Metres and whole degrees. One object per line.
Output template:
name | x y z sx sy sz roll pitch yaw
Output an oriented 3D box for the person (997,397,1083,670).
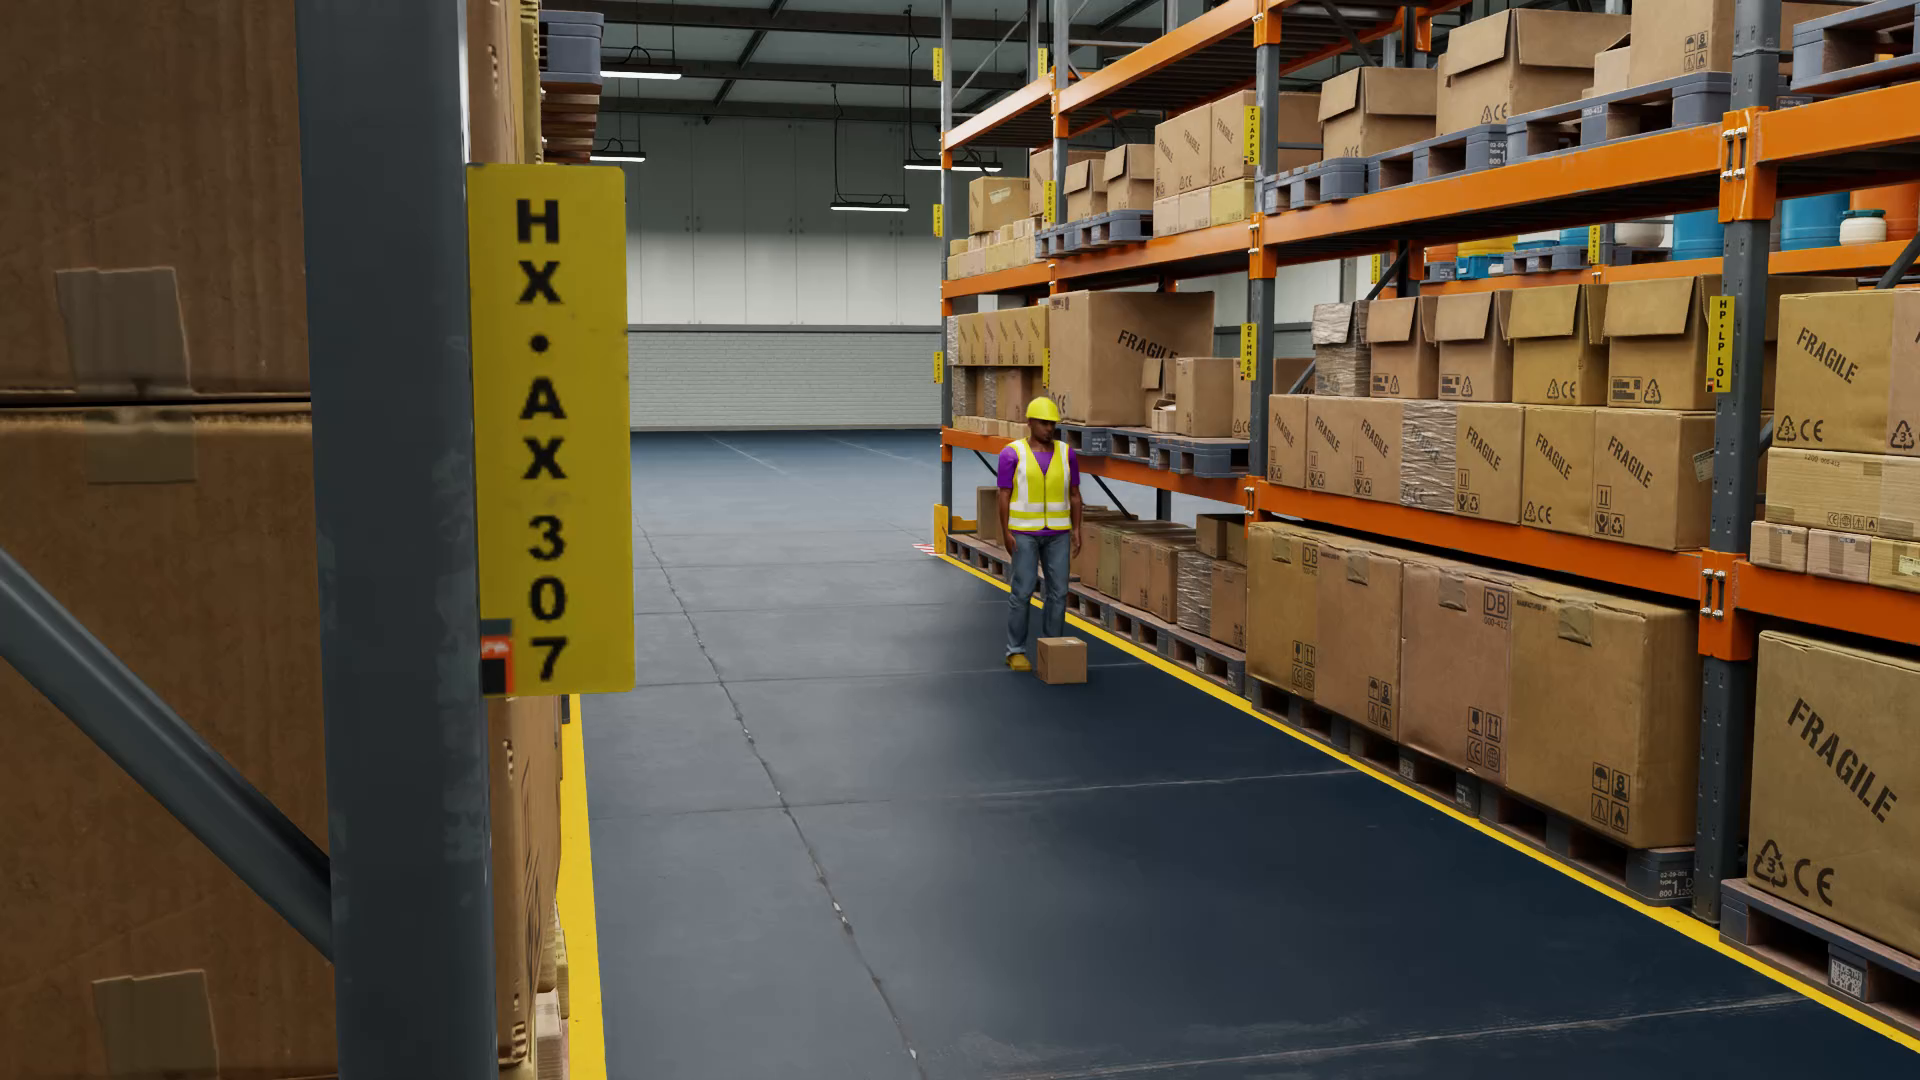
person | 0.528 -0.046 10.808 0.565 1.767 0.361 -2 6 -15
